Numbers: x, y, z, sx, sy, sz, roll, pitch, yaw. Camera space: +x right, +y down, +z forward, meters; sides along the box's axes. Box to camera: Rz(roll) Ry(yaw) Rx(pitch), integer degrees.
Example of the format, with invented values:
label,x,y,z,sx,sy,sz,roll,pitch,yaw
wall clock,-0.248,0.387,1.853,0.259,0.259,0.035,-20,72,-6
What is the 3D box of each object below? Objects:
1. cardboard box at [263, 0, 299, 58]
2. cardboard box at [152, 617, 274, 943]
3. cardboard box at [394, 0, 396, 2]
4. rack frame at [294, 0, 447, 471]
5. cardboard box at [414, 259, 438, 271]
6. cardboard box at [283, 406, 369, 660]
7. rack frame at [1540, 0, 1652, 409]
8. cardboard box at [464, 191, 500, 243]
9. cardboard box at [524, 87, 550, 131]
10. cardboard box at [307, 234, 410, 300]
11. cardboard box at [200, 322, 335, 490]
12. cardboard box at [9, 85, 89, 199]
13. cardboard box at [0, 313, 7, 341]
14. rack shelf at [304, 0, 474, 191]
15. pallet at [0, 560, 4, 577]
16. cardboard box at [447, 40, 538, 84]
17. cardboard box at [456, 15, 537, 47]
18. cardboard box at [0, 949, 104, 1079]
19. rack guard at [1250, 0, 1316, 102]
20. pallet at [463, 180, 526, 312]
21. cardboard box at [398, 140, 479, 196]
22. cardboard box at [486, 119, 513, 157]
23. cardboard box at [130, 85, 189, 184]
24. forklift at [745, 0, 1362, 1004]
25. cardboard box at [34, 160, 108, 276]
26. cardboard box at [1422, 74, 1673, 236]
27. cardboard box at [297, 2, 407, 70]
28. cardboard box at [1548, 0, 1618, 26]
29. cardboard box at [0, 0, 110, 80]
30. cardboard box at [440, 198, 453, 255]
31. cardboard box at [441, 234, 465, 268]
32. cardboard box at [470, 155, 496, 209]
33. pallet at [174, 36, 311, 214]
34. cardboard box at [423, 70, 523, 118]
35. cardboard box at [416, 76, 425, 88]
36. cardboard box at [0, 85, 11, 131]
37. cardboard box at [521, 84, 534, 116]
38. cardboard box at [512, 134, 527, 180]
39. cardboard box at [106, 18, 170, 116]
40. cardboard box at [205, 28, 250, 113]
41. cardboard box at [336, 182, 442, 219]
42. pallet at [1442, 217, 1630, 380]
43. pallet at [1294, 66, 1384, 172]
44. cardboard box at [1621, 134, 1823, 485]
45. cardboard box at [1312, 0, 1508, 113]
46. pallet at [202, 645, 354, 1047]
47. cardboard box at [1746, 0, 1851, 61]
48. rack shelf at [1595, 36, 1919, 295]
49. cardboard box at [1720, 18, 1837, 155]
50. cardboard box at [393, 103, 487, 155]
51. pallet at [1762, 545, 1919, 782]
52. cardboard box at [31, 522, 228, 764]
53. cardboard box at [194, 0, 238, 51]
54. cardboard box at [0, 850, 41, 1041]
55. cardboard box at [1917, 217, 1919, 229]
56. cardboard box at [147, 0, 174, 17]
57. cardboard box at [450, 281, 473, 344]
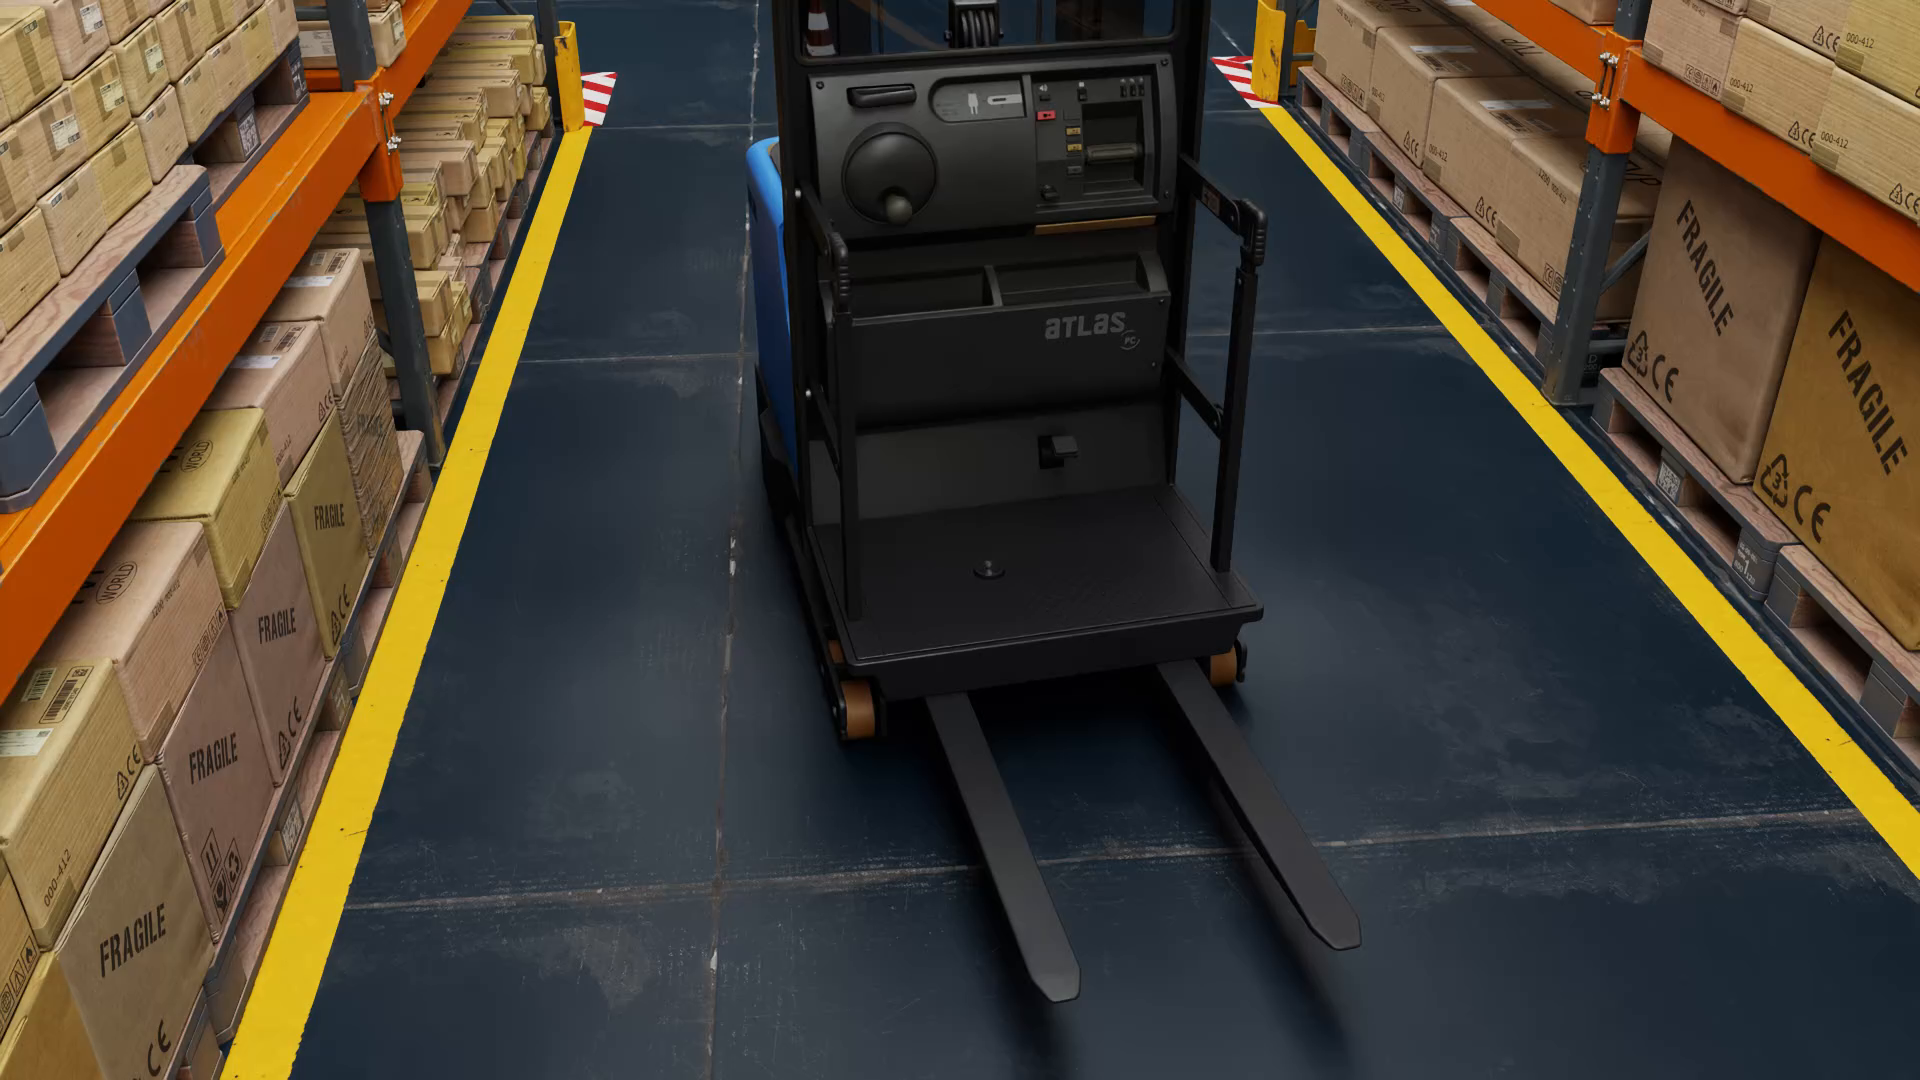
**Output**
label,x,y,z,sx,sy,sz,roll,pitch,yaw
cardboard box,-2.034,-1.412,4.525,0.380,0.149,0.250,-3,31,-6
cardboard box,-1.809,0.510,3.499,0.500,0.500,0.500,-4,31,-6
cardboard box,-2.144,-1.848,5.663,0.380,0.149,0.250,-4,31,-7
rack frame,-2.268,-1.533,4.892,1.000,3.000,0.127,-3,31,-5
cardboard box,-2.096,-0.943,5.983,0.380,0.149,0.250,-3,31,-4
cardboard box,-1.900,-0.013,4.374,0.500,0.500,0.500,-3,31,-6
rack frame,2.651,-1.822,5.375,1.000,3.000,0.127,-3,31,-5
cardboard box,-2.144,-1.351,6.958,0.380,0.149,0.250,-4,31,-6
cardboard box,-2.260,-2.147,8.289,0.380,0.149,0.250,-2,31,-3
cardboard box,-2.094,-0.931,5.674,0.380,0.149,0.250,-2,31,-3
cardboard box,-1.912,-0.331,4.176,0.500,0.250,0.500,-1,31,-2
cardboard box,-1.890,-0.743,3.113,0.380,0.149,0.250,-2,31,-3
cardboard box,-1.840,-0.350,2.746,0.380,0.149,0.250,-2,31,-3
rack shelf,-2.455,-2.245,6.786,1.077,0.370,4.000,-3,31,-5
pallet,-2.067,0.233,2.123,1.213,0.211,1.003,-3,31,-5
cardboard box,-2.223,-2.272,7.919,0.380,0.149,0.250,-3,31,-6
cardboard box,-2.340,-2.529,8.349,0.380,0.149,0.250,-2,31,-4
cardboard box,-1.706,1.028,2.631,0.500,0.500,0.500,-4,31,-7
rack guard,2.275,-2.803,9.456,1.175,0.500,0.348,-3,31,-5
pallet,-2.483,-1.302,7.223,1.003,0.211,1.213,-3,31,-5
cardboard box,-2.123,-1.467,6.571,0.380,0.149,0.250,-2,31,-4
cardboard box,-2.191,-1.743,7.323,0.380,0.149,0.250,-1,31,-2
cardboard box,-1.933,-0.883,3.638,0.380,0.149,0.250,-4,31,-7
forklift,0.147,-0.948,3.979,1.130,2.935,3.031,-7,32,-12
cardboard box,-1.884,-0.611,3.184,0.380,0.149,0.250,-4,31,-6
cardboard box,2.615,-1.685,7.235,0.875,0.438,0.875,-4,31,-6
cardboard box,-1.969,-1.586,5.225,0.380,0.149,0.250,-2,31,-3
cardboard box,2.353,-2.089,5.725,0.500,0.500,0.500,-2,31,-4
cardboard box,-1.915,-1.000,3.254,0.380,0.149,0.250,-4,31,-7
cardboard box,-2.177,-1.203,6.420,0.380,0.149,0.250,-4,31,-7
cardboard box,-2.155,-1.078,6.501,0.380,0.149,0.250,-3,31,-6
cardboard box,-2.140,-1.477,6.878,0.380,0.149,0.250,-3,31,-5
pallet,-2.341,-1.054,4.276,1.003,0.211,1.213,-3,31,-5
cardboard box,-2.181,-2.002,7.467,0.380,0.149,0.250,-2,31,-3
cardboard box,-2.768,-2.116,7.949,0.380,0.149,0.250,-2,31,-4
cardboard box,-1.869,-0.735,2.811,0.380,0.149,0.250,-2,31,-3
cardboard box,-2.258,-2.139,7.986,0.380,0.149,0.250,-4,31,-7
cardboard box,-2.199,-1.755,7.634,0.380,0.149,0.250,-4,31,-7
cardboard box,-1.935,-1.006,3.555,0.380,0.149,0.250,-4,31,-7
cardboard box,-1.987,-1.152,4.090,0.380,0.149,0.250,-3,31,-5
cardboard box,-2.133,-1.201,6.126,0.380,0.149,0.250,-3,31,-5
pallet,2.658,-1.017,6.747,1.003,0.211,1.213,-3,31,-5
pallet,2.430,-2.263,8.832,1.003,0.211,1.213,-3,31,-5
cardboard box,2.789,-0.777,5.289,0.875,0.875,0.875,-2,31,-3
cardboard box,2.439,-2.612,8.787,0.875,0.438,0.875,-4,31,-6
pallet,-2.077,0.686,3.896,1.003,0.211,1.213,-3,31,-5
cardboard box,2.488,-1.469,4.443,0.500,0.250,0.500,-2,31,-4
rack shelf,2.838,-0.492,3.850,1.077,0.370,4.000,-3,31,-5
cardboard box,2.479,-1.256,4.574,0.500,0.250,0.500,-3,31,-6
cardboard box,-2.214,-1.730,7.011,0.380,0.149,0.250,-3,31,-4
pallet,2.915,0.390,4.392,1.003,0.211,1.213,-3,31,-5
cardboard box,-1.798,0.204,3.280,0.500,0.250,0.500,-3,31,-4
cardboard box,-1.988,-1.278,4.011,0.380,0.149,0.250,-1,31,-2
cardboard box,-1.718,0.716,2.423,0.500,0.250,0.500,-4,31,-7
cardboard box,2.549,-0.738,3.707,0.500,0.250,0.500,-3,31,-5
cardboard box,-1.963,-1.262,3.694,0.380,0.149,0.250,-3,31,-5
cardboard box,-2.007,-0.827,6.080,0.380,0.149,0.250,-2,31,-3
